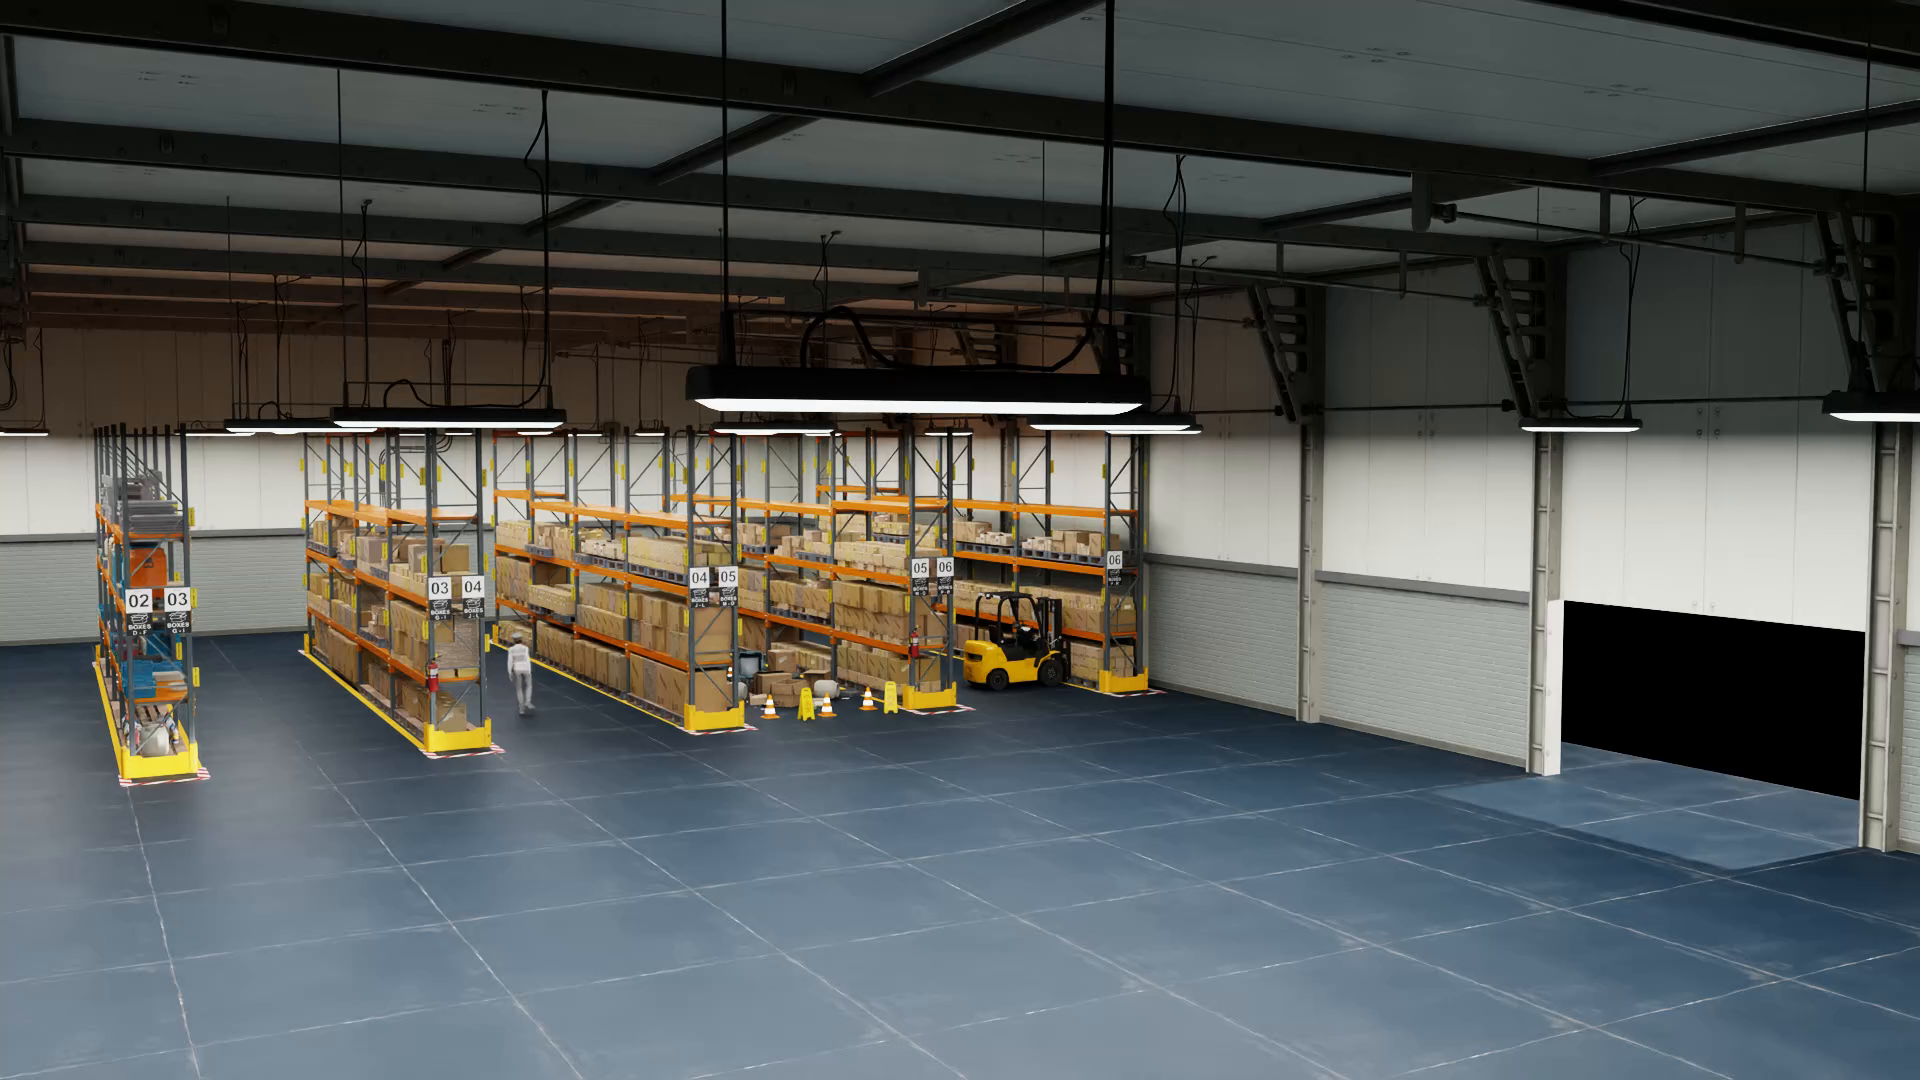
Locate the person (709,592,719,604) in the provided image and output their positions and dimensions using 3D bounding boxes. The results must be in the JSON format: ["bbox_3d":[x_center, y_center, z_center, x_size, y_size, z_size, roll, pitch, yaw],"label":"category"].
[{"bbox_3d":[-6.432,2.222,42.970,0.593,1.784,0.485,-3,4,-39],"label":"person"}]

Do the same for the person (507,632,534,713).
[{"bbox_3d":[-9.195,2.770,34.788,0.519,1.672,0.457,-1,4,-17],"label":"person"}]
